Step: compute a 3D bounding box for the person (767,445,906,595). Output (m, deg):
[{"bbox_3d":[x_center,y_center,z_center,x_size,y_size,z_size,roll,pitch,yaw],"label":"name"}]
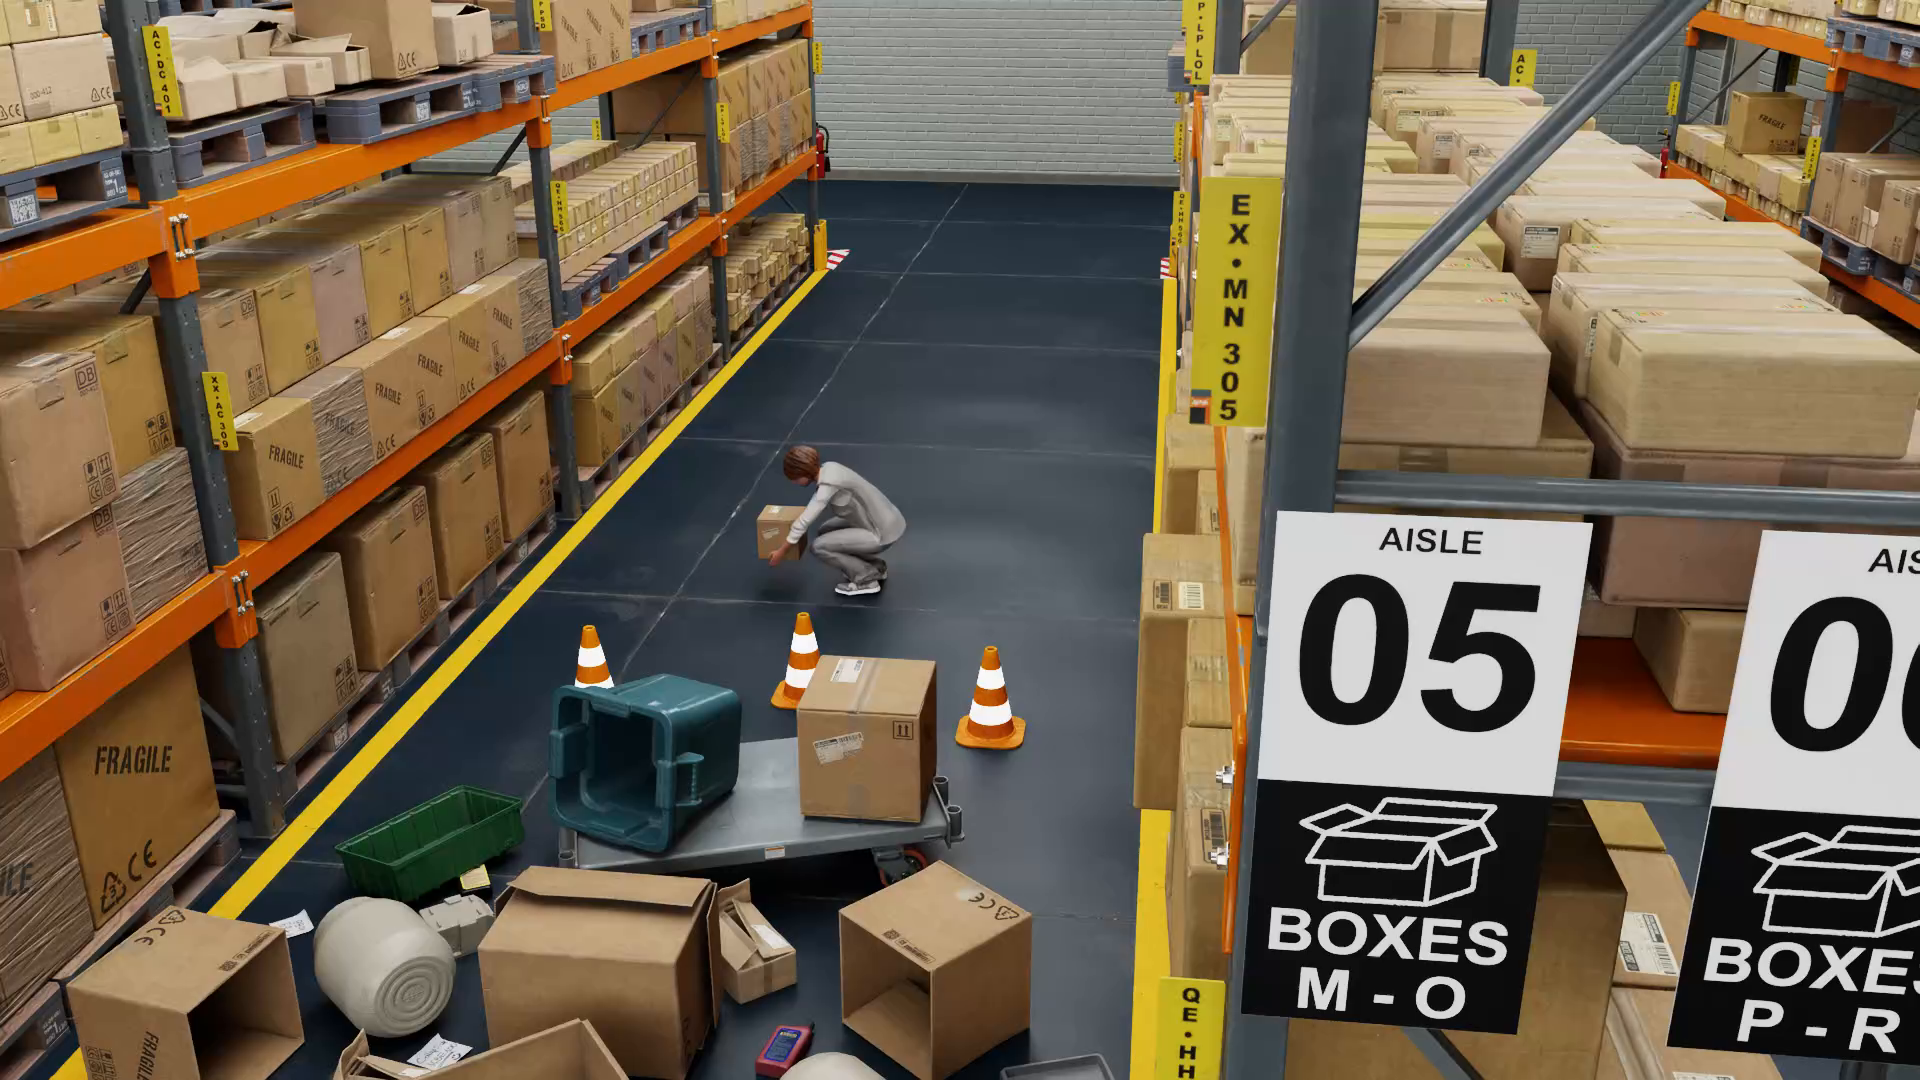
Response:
[{"bbox_3d":[-0.732,-0.131,9.925,0.814,0.880,0.445,2,22,6],"label":"person"}]
